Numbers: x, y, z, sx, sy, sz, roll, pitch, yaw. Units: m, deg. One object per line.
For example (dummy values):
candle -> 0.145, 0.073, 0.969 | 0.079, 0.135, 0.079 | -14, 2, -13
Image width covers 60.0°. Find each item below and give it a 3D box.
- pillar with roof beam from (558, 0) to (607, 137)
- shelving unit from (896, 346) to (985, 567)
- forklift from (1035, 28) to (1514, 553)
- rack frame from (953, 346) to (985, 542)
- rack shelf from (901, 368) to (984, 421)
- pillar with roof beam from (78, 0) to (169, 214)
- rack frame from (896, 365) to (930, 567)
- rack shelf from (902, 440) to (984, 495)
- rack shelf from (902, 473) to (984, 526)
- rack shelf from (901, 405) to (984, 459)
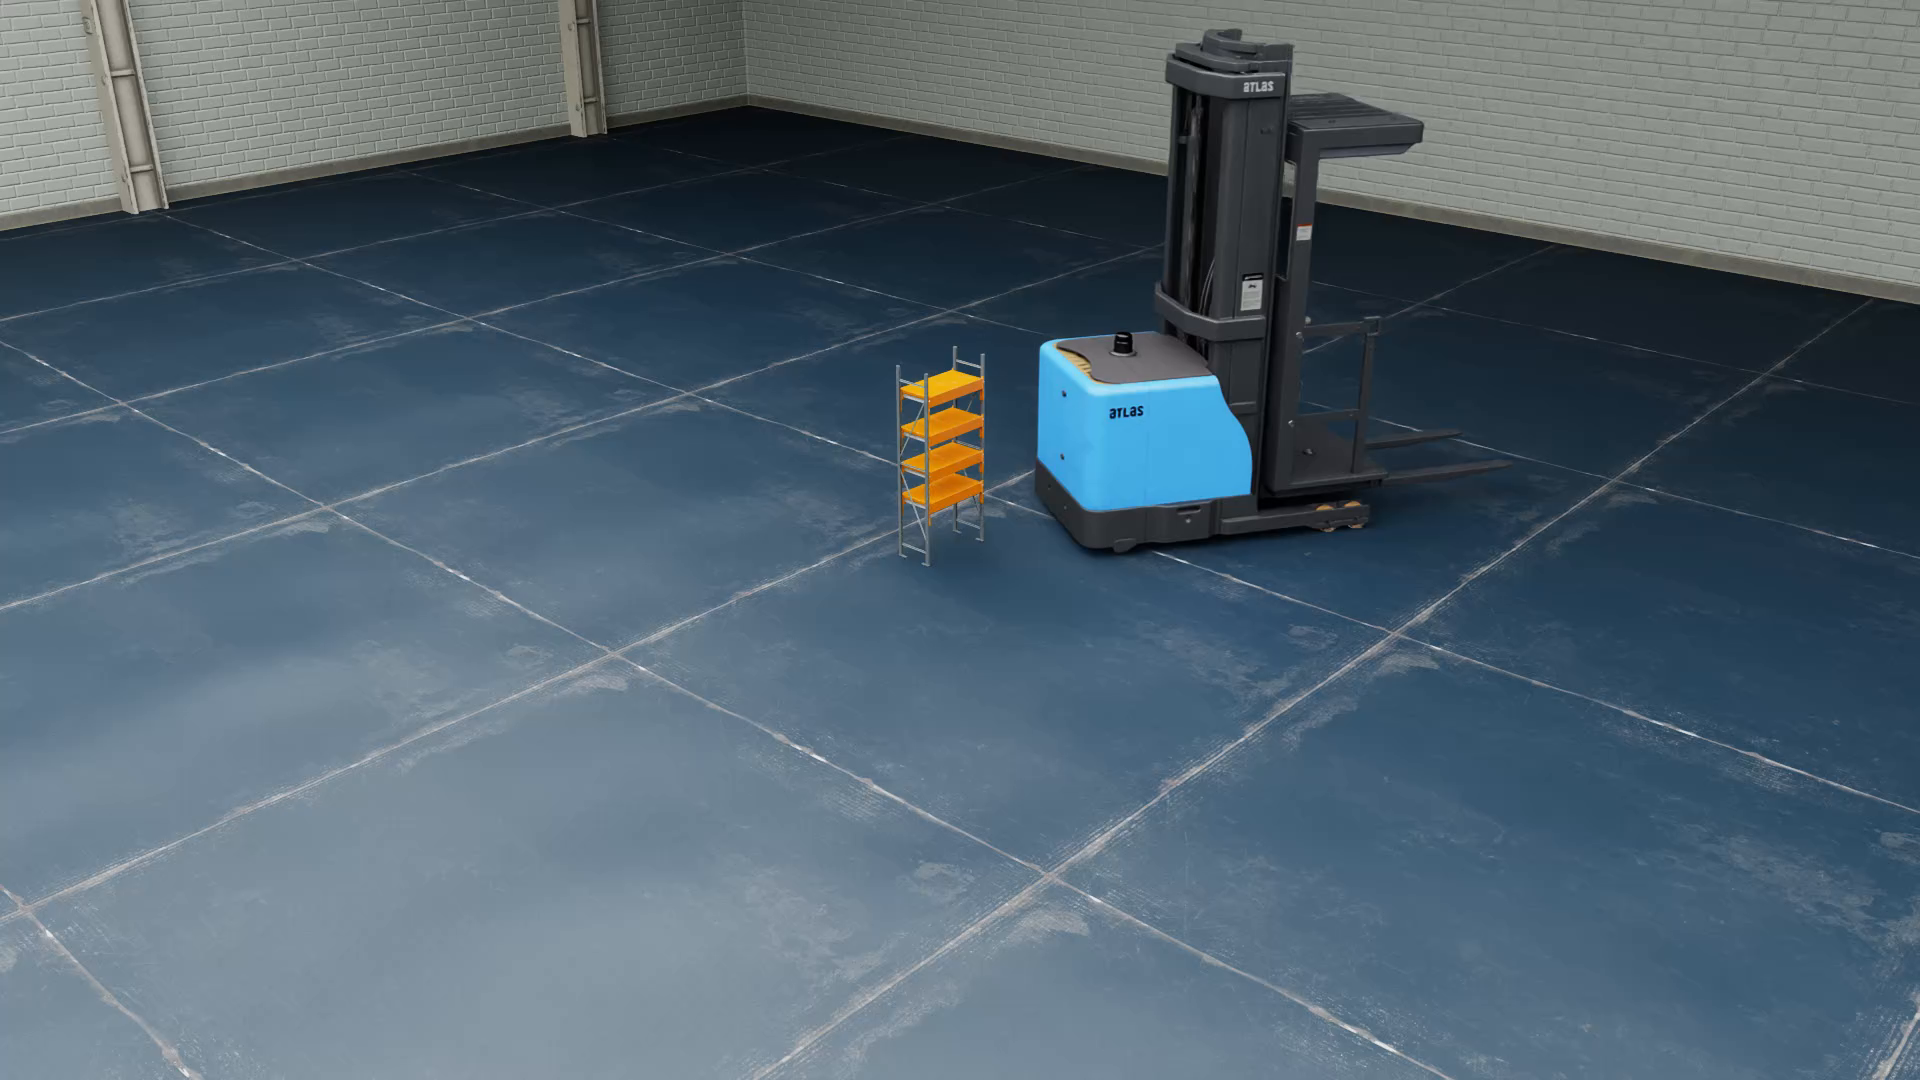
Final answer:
pillar with roof beam -> -1.818, -8.429, 18.050 | 9.100, 9.000, 0.400 | 20, 31, 38
shelving unit -> -0.110, -0.497, 9.892 | 0.258, 1.200, 0.503 | 20, 31, 38
forklift -> 2.059, -1.587, 10.206 | 3.031, 2.935, 1.130 | -7, 25, -15
rack frame -> 0.052, -0.571, 10.058 | 0.240, 1.200, 0.015 | 20, 31, 38
rack shelf -> -0.110, -0.856, 9.731 | 0.258, 0.148, 0.480 | 20, 31, 38
pillar with roof beam -> -5.822, -6.601, 13.973 | 9.100, 9.000, 0.400 | 20, 31, 38
rack frame -> -0.273, -0.423, 9.726 | 0.240, 1.200, 0.015 | 20, 31, 38
rack shelf -> -0.110, -0.436, 9.920 | 0.258, 0.148, 0.480 | 20, 31, 38
rack shelf -> -0.110, -0.254, 10.001 | 0.258, 0.148, 0.480 | 20, 31, 38
rack shelf -> -0.110, -0.640, 9.828 | 0.258, 0.148, 0.480 | 20, 31, 38
